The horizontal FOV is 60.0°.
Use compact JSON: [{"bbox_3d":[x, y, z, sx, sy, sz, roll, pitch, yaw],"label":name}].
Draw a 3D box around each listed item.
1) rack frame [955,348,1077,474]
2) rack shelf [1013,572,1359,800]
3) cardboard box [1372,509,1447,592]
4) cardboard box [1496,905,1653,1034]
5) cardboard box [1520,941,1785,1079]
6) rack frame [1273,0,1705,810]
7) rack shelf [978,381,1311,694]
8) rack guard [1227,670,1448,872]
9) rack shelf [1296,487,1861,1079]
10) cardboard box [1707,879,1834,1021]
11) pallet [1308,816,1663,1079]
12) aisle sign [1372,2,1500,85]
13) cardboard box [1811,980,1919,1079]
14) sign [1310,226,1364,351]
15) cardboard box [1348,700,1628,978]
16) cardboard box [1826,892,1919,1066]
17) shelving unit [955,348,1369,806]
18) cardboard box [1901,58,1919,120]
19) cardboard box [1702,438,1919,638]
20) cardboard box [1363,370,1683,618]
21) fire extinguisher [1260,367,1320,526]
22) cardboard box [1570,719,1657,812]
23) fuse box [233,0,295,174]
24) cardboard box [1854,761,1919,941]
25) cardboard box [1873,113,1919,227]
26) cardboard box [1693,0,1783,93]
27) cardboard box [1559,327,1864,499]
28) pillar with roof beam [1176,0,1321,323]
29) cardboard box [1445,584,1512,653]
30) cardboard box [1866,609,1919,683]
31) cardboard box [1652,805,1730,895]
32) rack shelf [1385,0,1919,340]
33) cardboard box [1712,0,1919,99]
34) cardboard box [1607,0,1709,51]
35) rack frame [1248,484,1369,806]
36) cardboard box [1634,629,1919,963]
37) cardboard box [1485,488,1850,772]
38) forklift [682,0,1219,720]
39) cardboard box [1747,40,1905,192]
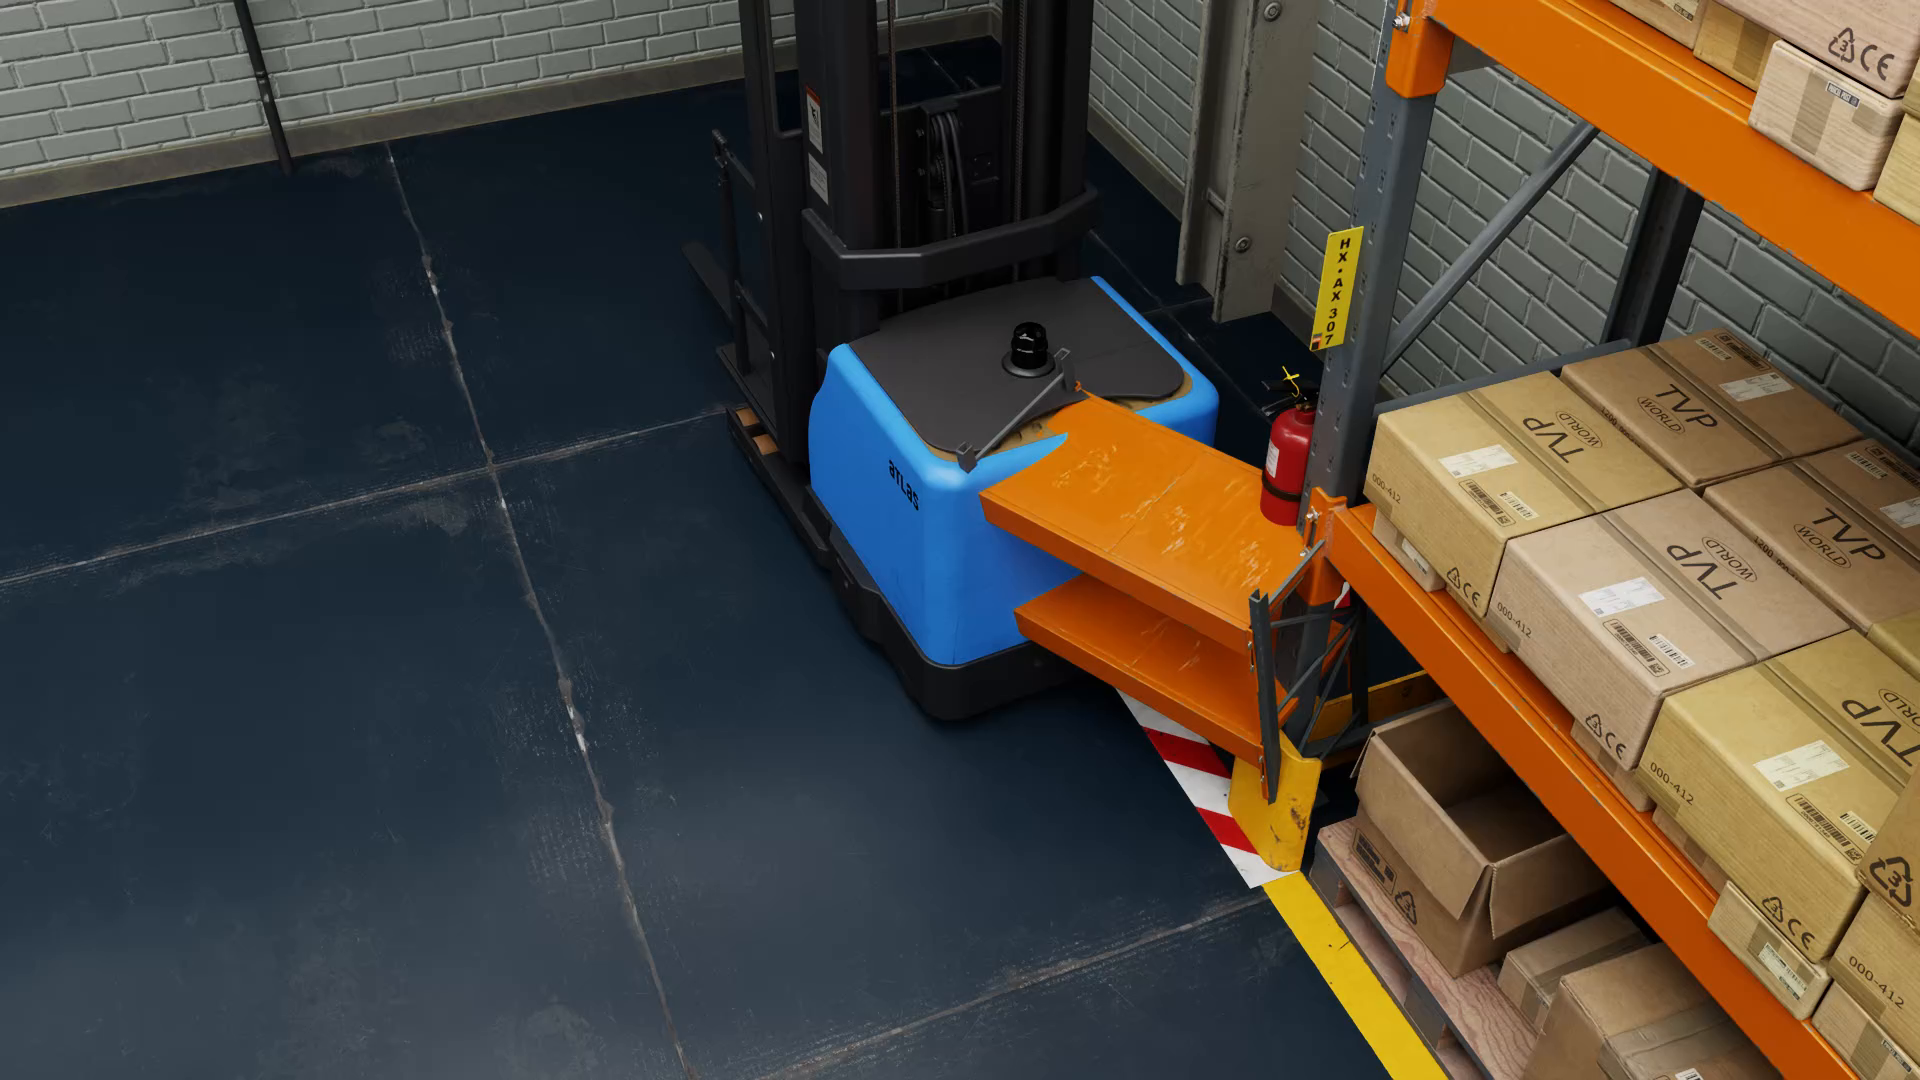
[{"bbox_3d":[0.264,-0.044,5.305,0.032,1.125,0.500,28,61,33],"label":"rack frame"},{"bbox_3d":[0.684,0.319,5.208,1.000,0.278,0.538,28,61,33],"label":"rack shelf"},{"bbox_3d":[1.277,-0.044,4.193,0.380,0.149,0.250,-15,43,-17],"label":"cardboard box"},{"bbox_3d":[1.678,1.174,4.449,0.380,0.149,0.250,-17,43,-19],"label":"cardboard box"},{"bbox_3d":[1.842,1.300,4.033,0.700,0.500,0.500,-13,42,-15],"label":"cardboard box"},{"bbox_3d":[1.405,-0.406,4.421,1.000,3.000,0.127,-15,43,-17],"label":"rack frame"},{"bbox_3d":[0.584,-0.033,4.814,1.000,0.278,0.538,28,61,33],"label":"rack shelf"},{"bbox_3d":[1.434,0.588,5.183,1.175,0.500,0.348,-15,43,-17],"label":"rack guard"},{"bbox_3d":[2.170,1.072,3.255,1.077,0.370,4.000,-15,43,-17],"label":"rack shelf"},{"bbox_3d":[1.724,0.744,3.276,0.380,0.149,0.250,-16,43,-18],"label":"cardboard box"},{"bbox_3d":[1.740,1.178,4.719,1.003,0.211,1.213,-15,43,-17],"label":"pallet"},{"bbox_3d":[1.107,-1.359,3.536,0.394,0.787,0.004,-15,43,-17],"label":"aisle sign"},{"bbox_3d":[1.844,0.898,3.098,0.380,0.149,0.250,-14,43,-16],"label":"cardboard box"},{"bbox_3d":[0.903,-0.598,3.981,0.100,0.325,0.005,-15,43,-17],"label":"sign"},{"bbox_3d":[1.551,0.774,4.642,0.797,0.503,0.637,-17,43,-19],"label":"cardboard box"},{"bbox_3d":[1.935,0.790,2.918,0.500,0.250,0.500,-16,43,-18],"label":"cardboard box"},{"bbox_3d":[0.639,0.159,5.029,1.048,1.125,0.538,28,61,33],"label":"shelving unit"},{"bbox_3d":[1.720,-0.651,2.293,0.500,0.250,0.500,-16,43,-18],"label":"cardboard box"},{"bbox_3d":[2.022,0.060,3.766,0.500,0.250,0.500,-15,43,-17],"label":"cardboard box"},{"bbox_3d":[1.329,-0.121,3.977,0.500,0.250,0.500,-15,43,-17],"label":"cardboard box"},{"bbox_3d":[0.921,-0.208,4.537,0.296,0.674,0.183,-15,43,-17],"label":"fire extinguisher"},{"bbox_3d":[1.590,0.415,3.660,0.380,0.149,0.250,-14,43,-16],"label":"cardboard box"},{"bbox_3d":[-3.362,-2.504,7.849,0.539,1.711,0.414,-15,43,-17],"label":"fuse box"},{"bbox_3d":[1.904,0.498,2.682,0.500,0.500,0.500,-14,43,-16],"label":"cardboard box"},{"bbox_3d":[1.626,-0.556,2.488,0.380,0.149,0.250,-15,43,-17],"label":"cardboard box"},{"bbox_3d":[1.519,-0.888,2.874,0.380,0.149,0.250,-15,43,-17],"label":"cardboard box"},{"bbox_3d":[1.826,-0.251,4.128,0.500,0.250,0.500,-14,43,-16],"label":"cardboard box"},{"bbox_3d":[-2.772,-3.455,3.367,9.100,9.000,0.400,-15,43,-17],"label":"pillar with roof beam"},{"bbox_3d":[1.417,0.098,4.028,0.380,0.149,0.250,-14,43,-16],"label":"cardboard box"},{"bbox_3d":[2.207,0.360,3.418,0.500,0.250,0.500,-14,43,-16],"label":"cardboard box"},{"bbox_3d":[1.697,0.573,3.475,0.380,0.149,0.250,-14,43,-16],"label":"cardboard box"},{"bbox_3d":[2.170,-0.065,2.277,1.077,0.370,4.000,-15,43,-17],"label":"rack shelf"},{"bbox_3d":[1.535,-0.962,2.655,0.500,0.250,0.500,-14,43,-16],"label":"cardboard box"},{"bbox_3d":[1.436,-1.046,3.058,0.380,0.149,0.250,-14,43,-16],"label":"cardboard box"},{"bbox_3d":[1.014,0.361,4.752,0.032,1.125,0.500,28,61,33],"label":"rack frame"},{"bbox_3d":[1.720,0.487,3.270,0.500,0.250,0.500,-16,43,-18],"label":"cardboard box"},{"bbox_3d":[1.523,0.183,3.624,0.500,0.250,0.500,-15,43,-16],"label":"cardboard box"},{"bbox_3d":[-0.277,-1.479,5.722,1.130,2.935,3.031,-18,44,-20],"label":"forklift"},{"bbox_3d":[1.519,-0.712,2.669,0.380,0.149,0.250,-14,43,-16],"label":"cardboard box"}]
